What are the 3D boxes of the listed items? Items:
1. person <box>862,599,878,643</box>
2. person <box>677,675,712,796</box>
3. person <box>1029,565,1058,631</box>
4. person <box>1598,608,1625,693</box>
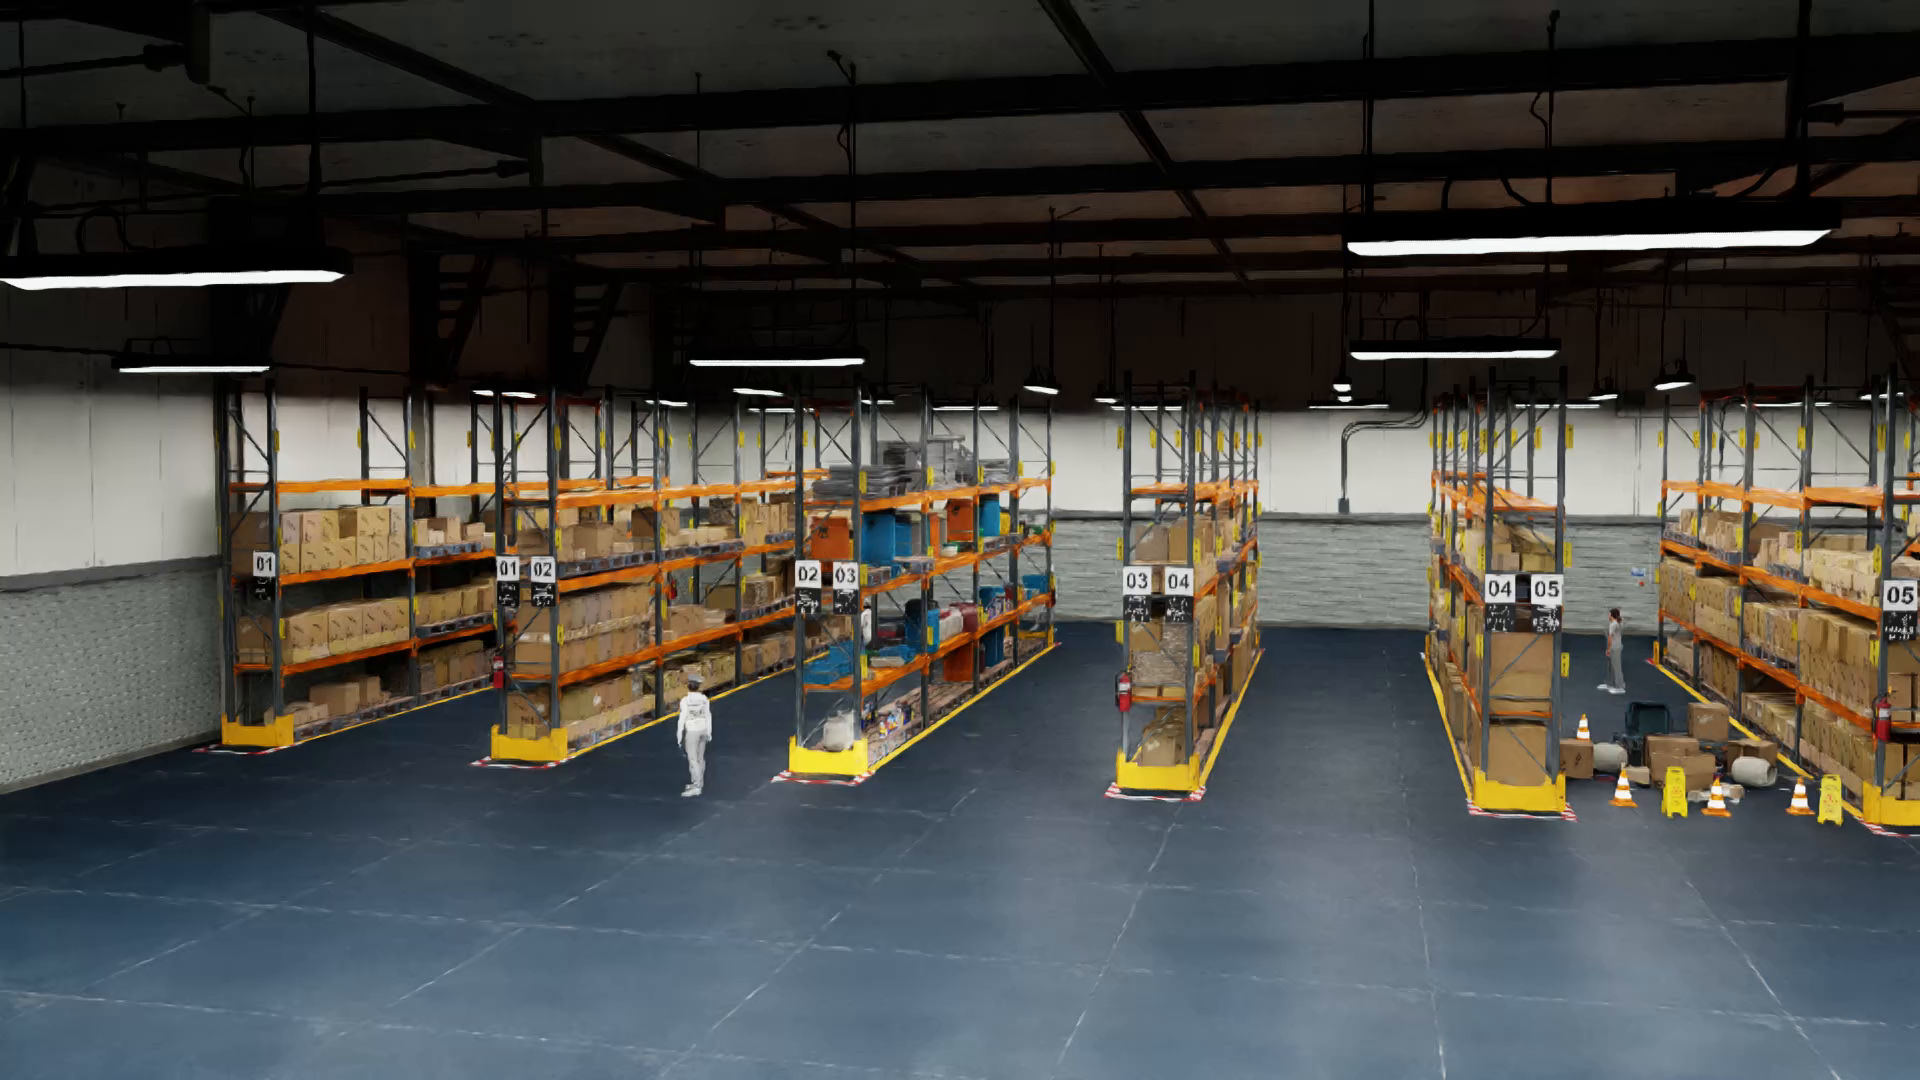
[{"bbox_3d":[-1.955,2.066,34.928,0.567,1.657,0.611,3,4,39],"label":"person"},{"bbox_3d":[-3.765,2.743,23.526,0.539,1.665,0.573,3,5,42],"label":"person"},{"bbox_3d":[2.202,1.516,43.526,0.743,1.761,0.502,-2,4,-30],"label":"person"},{"bbox_3d":[12.958,2.170,33.027,0.577,1.665,0.559,2,4,36],"label":"person"}]
